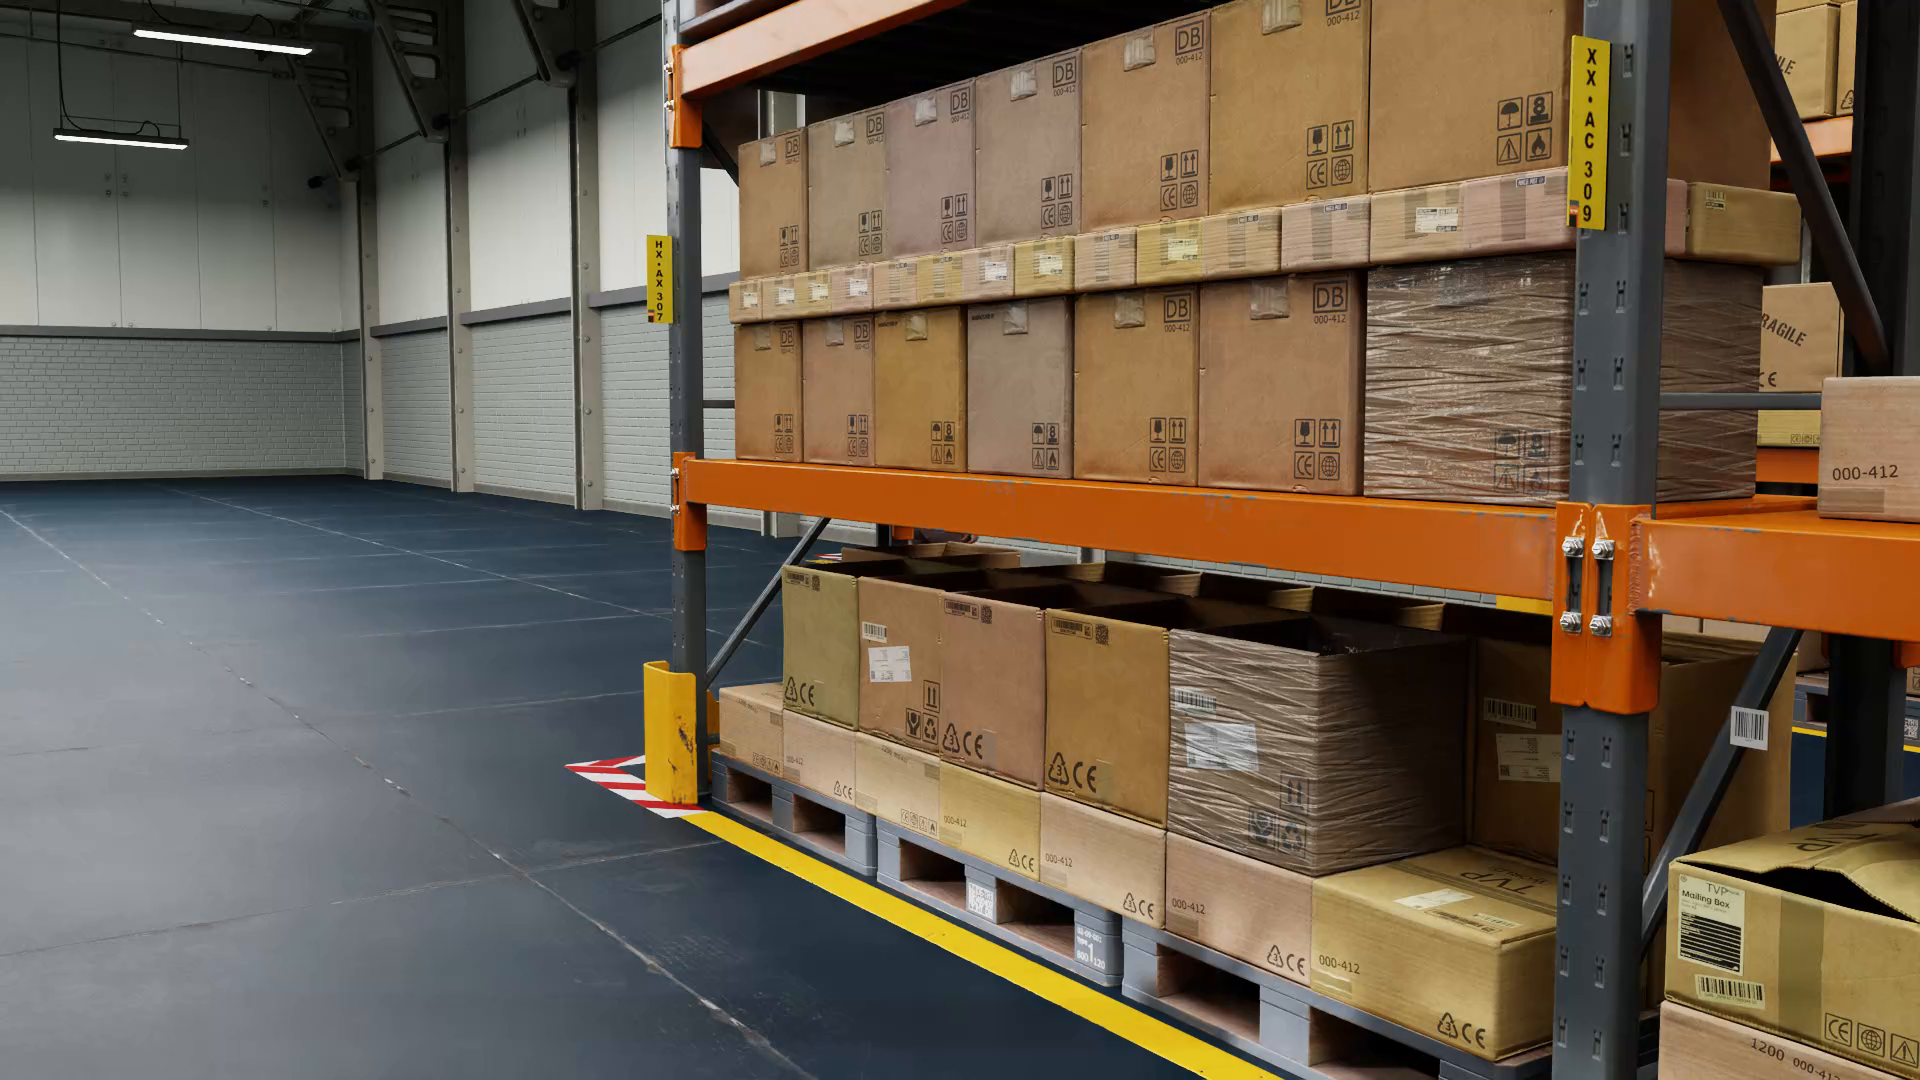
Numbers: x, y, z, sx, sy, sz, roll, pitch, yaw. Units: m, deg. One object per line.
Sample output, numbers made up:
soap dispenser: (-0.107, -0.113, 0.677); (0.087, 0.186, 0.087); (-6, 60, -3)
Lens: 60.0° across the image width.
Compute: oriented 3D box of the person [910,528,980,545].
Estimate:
person: (-0.123, -0.116, 9.392); (0.411, 1.721, 0.589); (-3, 6, -35)
